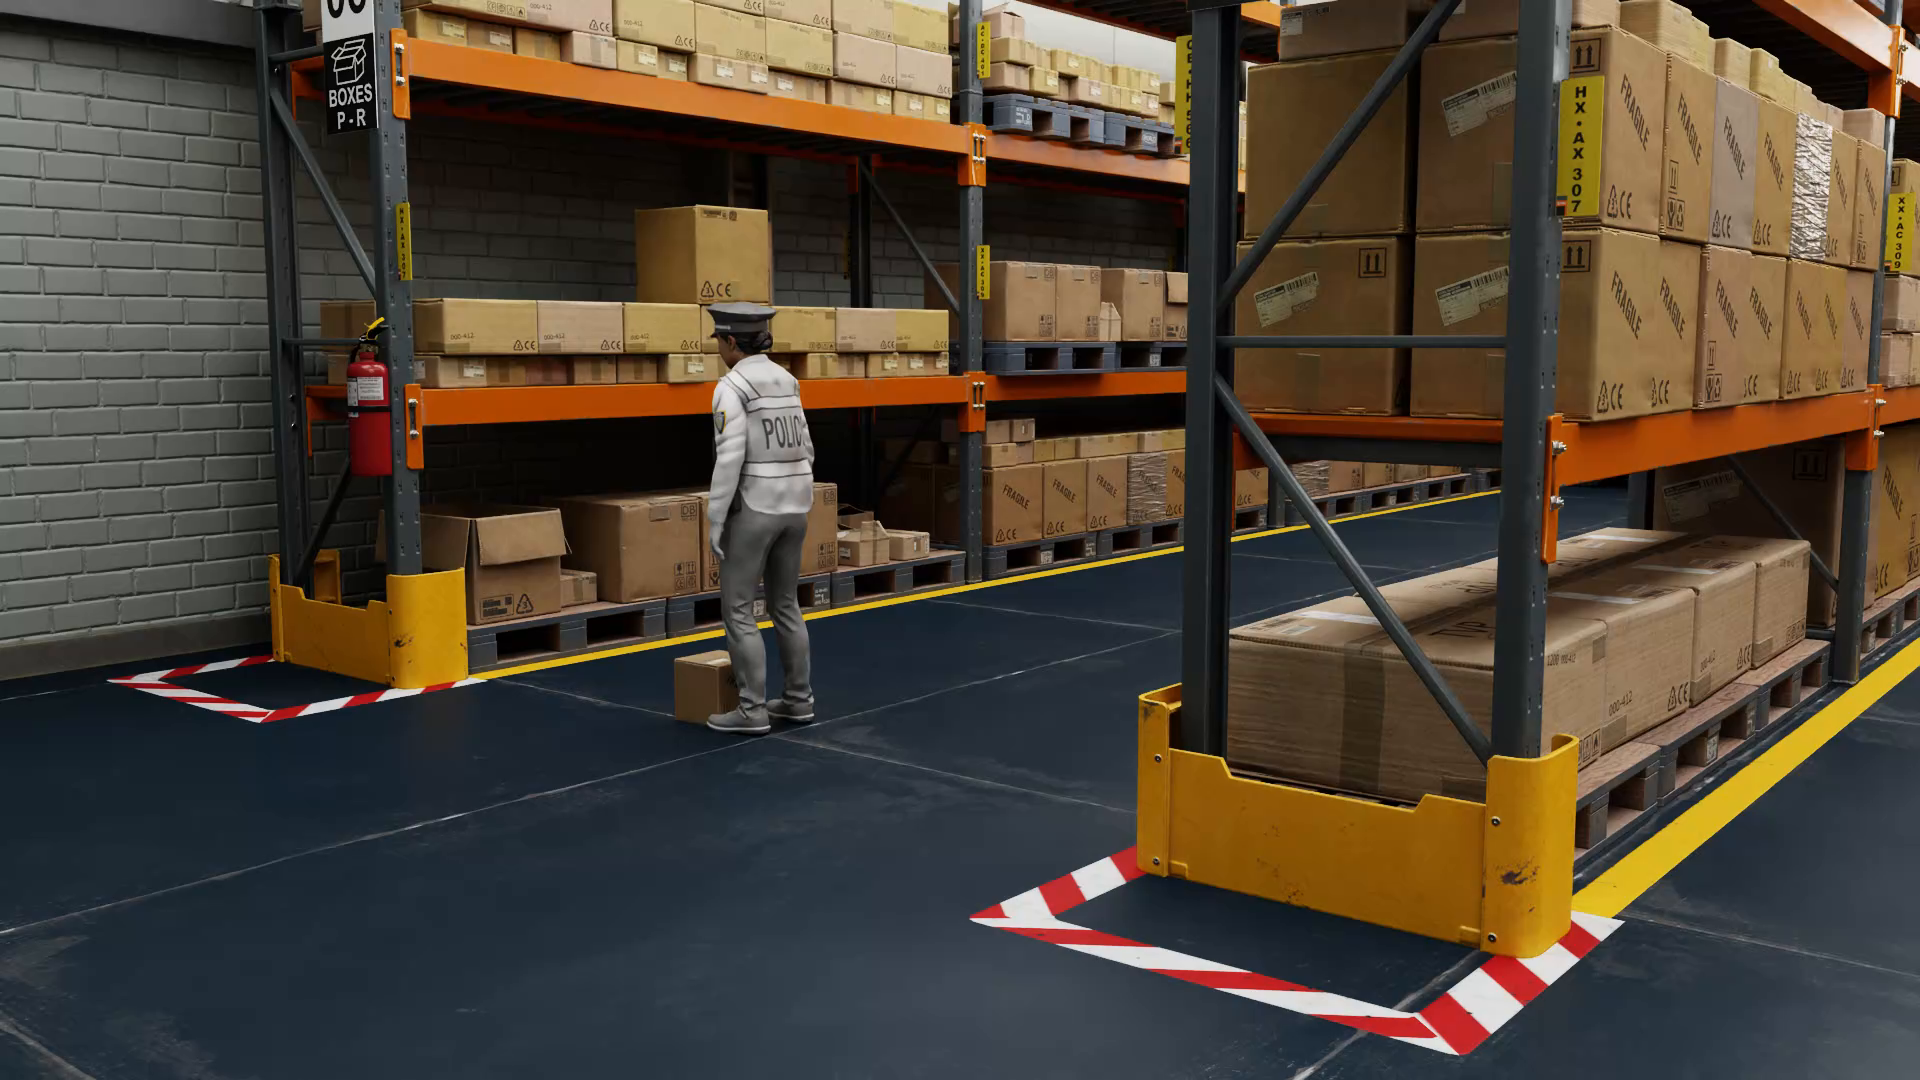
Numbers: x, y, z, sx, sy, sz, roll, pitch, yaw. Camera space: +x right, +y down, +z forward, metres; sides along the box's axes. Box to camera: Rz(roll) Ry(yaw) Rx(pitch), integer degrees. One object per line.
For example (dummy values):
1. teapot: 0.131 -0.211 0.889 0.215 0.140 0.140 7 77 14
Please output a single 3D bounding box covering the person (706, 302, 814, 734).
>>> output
1. person: -0.778 -0.086 6.452 0.374 1.661 0.539 5 8 35
